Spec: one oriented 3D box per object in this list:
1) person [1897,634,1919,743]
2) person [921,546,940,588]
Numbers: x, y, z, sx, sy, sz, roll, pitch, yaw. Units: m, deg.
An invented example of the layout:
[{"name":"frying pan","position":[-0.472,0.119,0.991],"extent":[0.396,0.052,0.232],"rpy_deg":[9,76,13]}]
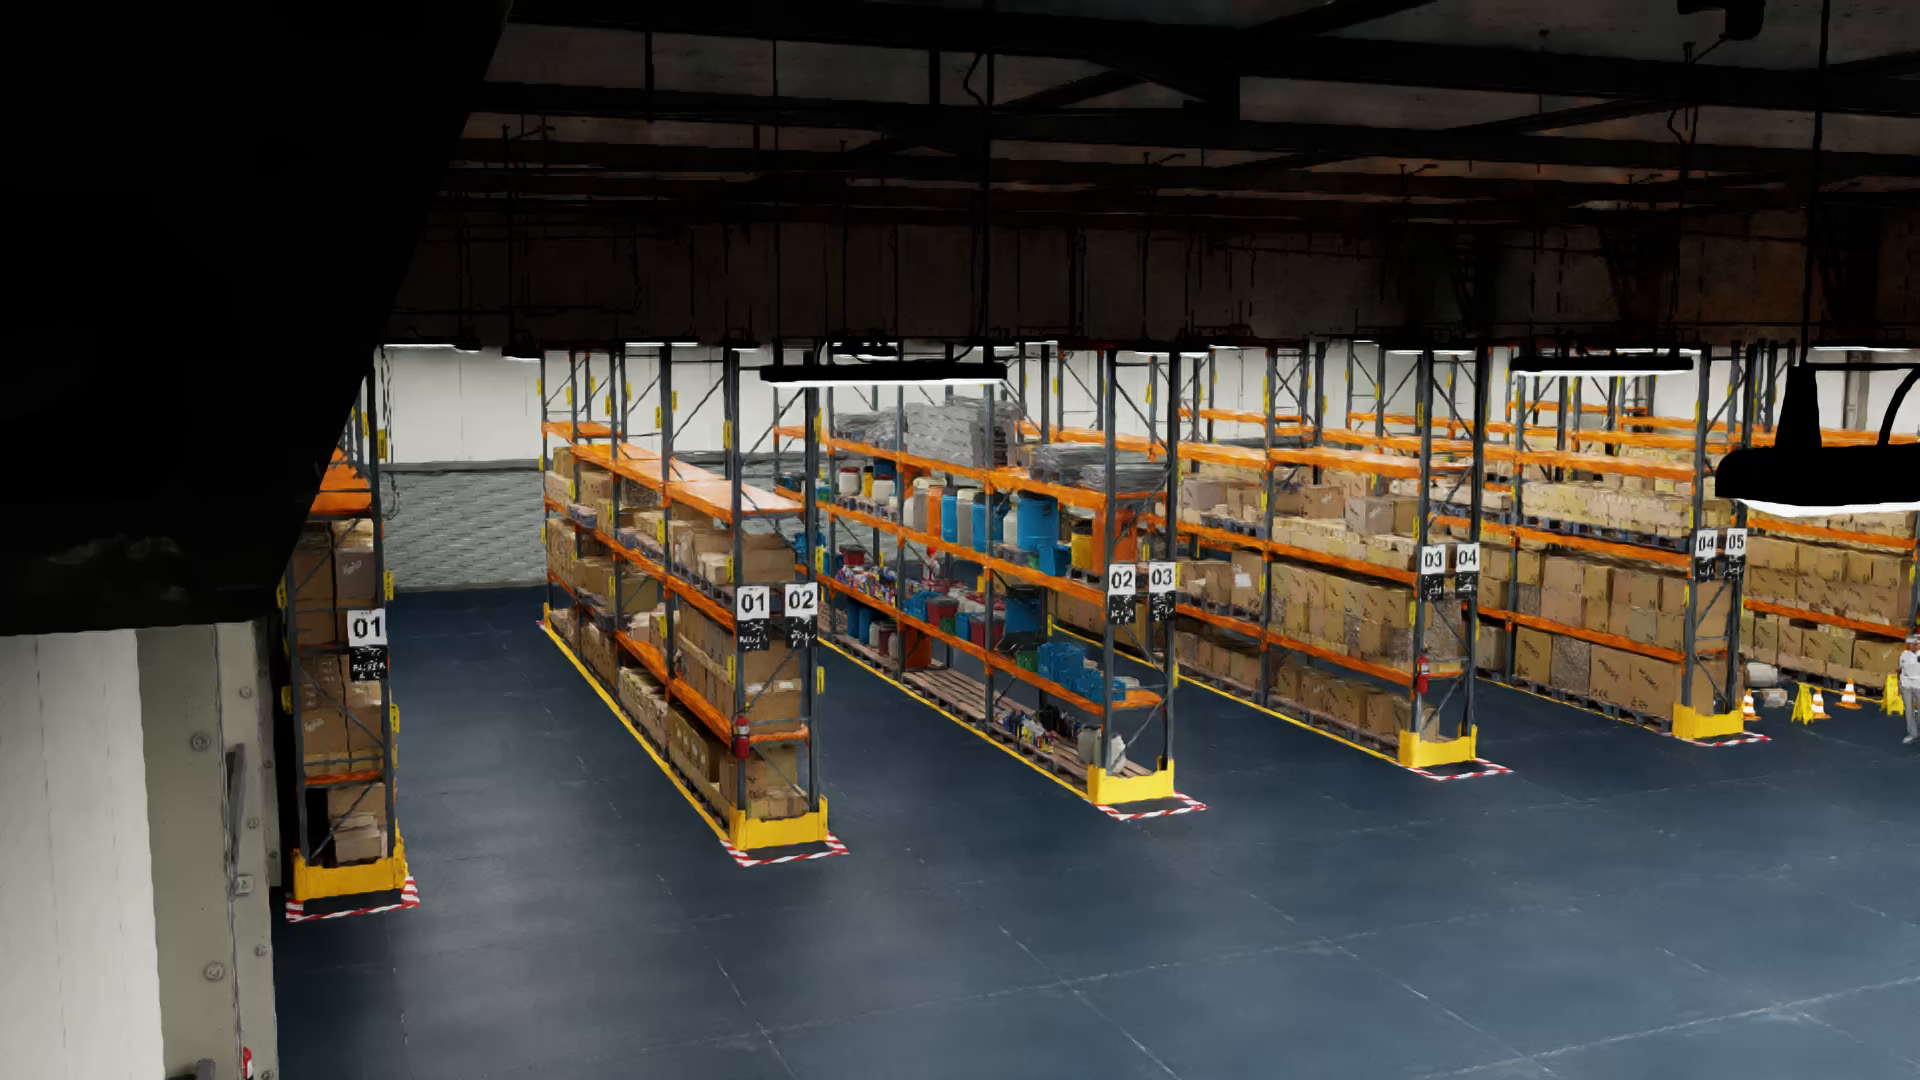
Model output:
[{"name":"person","position":[14.456,2.240,25.103],"extent":[0.571,1.668,0.407],"rpy_deg":[7,10,43]},{"name":"person","position":[-0.588,0.996,34.105],"extent":[0.396,1.785,0.655],"rpy_deg":[-5,9,-35]}]
